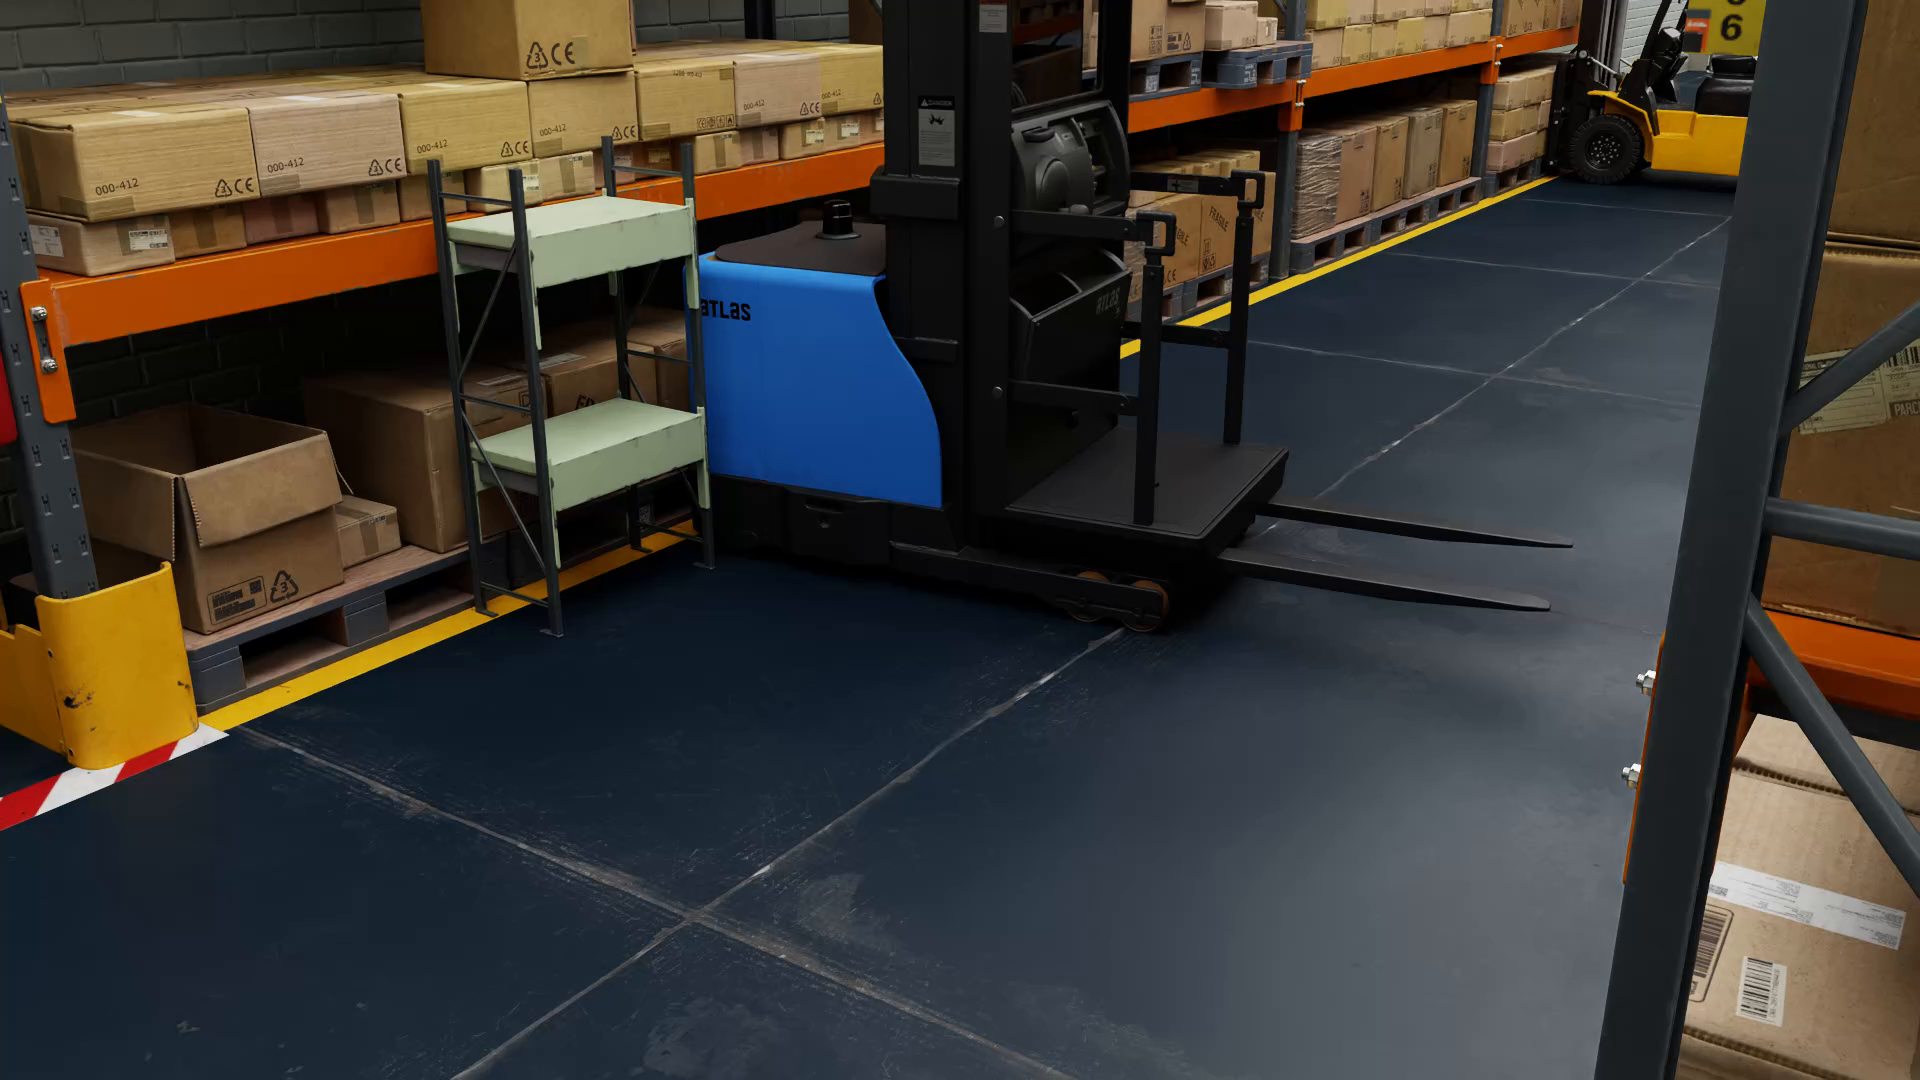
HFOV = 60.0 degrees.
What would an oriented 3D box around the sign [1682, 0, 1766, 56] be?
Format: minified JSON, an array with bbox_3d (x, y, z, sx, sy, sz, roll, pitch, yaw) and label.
[{"bbox_3d":[0.875,-0.705,1.837,0.100,0.325,0.005,13,24,32],"label":"sign"}]

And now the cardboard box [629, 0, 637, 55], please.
[{"bbox_3d":[-1.600,-2.101,6.328,0.500,0.500,0.500,13,24,30],"label":"cardboard box"}]

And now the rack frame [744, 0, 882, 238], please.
[{"bbox_3d":[-0.543,-2.056,7.499,1.000,3.000,0.127,13,24,32],"label":"rack frame"}]

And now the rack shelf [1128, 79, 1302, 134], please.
[{"bbox_3d":[0.581,-2.292,9.175,1.077,0.370,4.000,13,24,32],"label":"rack shelf"}]

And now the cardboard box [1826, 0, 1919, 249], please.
[{"bbox_3d":[1.390,-0.642,2.091,0.500,0.500,0.500,14,25,34],"label":"cardboard box"}]

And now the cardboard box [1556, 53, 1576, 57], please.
[{"bbox_3d":[6.202,-4.682,16.516,0.500,0.250,0.500,14,25,34],"label":"cardboard box"}]

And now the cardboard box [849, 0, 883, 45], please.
[{"bbox_3d":[-0.086,-2.395,7.666,0.700,0.500,0.500,14,24,33],"label":"cardboard box"}]

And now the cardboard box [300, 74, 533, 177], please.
[{"bbox_3d":[-1.748,-1.346,5.367,0.500,0.250,0.500,13,24,31],"label":"cardboard box"}]

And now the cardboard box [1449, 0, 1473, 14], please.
[{"bbox_3d":[3.606,-4.175,12.725,0.500,0.250,0.500,13,24,30],"label":"cardboard box"}]

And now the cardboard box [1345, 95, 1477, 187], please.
[{"bbox_3d":[3.670,-3.282,13.633,0.875,0.625,0.625,15,25,34],"label":"cardboard box"}]

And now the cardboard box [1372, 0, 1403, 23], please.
[{"bbox_3d":[2.749,-3.737,11.540,0.500,0.250,0.500,13,24,30],"label":"cardboard box"}]

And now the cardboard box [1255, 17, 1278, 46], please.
[{"bbox_3d":[1.654,-3.019,9.860,0.380,0.149,0.250,14,24,33],"label":"cardboard box"}]

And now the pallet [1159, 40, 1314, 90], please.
[{"bbox_3d":[1.383,-2.905,10.072,1.213,0.211,1.003,13,24,32],"label":"pallet"}]

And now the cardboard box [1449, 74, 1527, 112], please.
[{"bbox_3d":[4.486,-3.805,14.145,0.500,0.250,0.500,13,24,31],"label":"cardboard box"}]

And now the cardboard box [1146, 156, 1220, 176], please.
[{"bbox_3d":[1.325,-2.190,9.924,0.380,0.149,0.250,12,24,30],"label":"cardboard box"}]

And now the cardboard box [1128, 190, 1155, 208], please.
[{"bbox_3d":[0.869,-1.966,9.319,0.380,0.149,0.250,12,23,29],"label":"cardboard box"}]

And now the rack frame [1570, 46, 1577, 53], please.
[{"bbox_3d":[6.203,-5.499,16.807,1.000,3.000,0.127,13,24,32],"label":"rack frame"}]

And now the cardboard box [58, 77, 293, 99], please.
[{"bbox_3d":[-2.462,-1.309,5.267,0.500,0.250,0.500,13,24,32],"label":"cardboard box"}]

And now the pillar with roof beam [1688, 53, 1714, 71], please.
[{"bbox_3d":[15.372,-10.892,22.740,9.100,9.000,0.400,13,24,32],"label":"pillar with roof beam"}]

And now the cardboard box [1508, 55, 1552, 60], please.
[{"bbox_3d":[5.498,-4.630,16.375,0.500,0.250,0.500,13,24,32],"label":"cardboard box"}]

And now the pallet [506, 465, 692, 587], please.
[{"bbox_3d":[-1.615,-0.199,6.500,1.003,0.211,1.213,13,24,32],"label":"pallet"}]

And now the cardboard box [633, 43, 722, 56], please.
[{"bbox_3d":[-1.321,-1.890,6.839,0.500,0.250,0.500,13,24,31],"label":"cardboard box"}]

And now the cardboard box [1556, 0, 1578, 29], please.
[{"bbox_3d":[5.283,-4.913,15.078,0.500,0.500,0.500,13,24,32],"label":"cardboard box"}]

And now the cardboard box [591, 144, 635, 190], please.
[{"bbox_3d":[-1.395,-1.358,5.974,0.380,0.149,0.250,13,24,32],"label":"cardboard box"}]

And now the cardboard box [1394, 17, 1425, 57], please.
[{"bbox_3d":[3.021,-3.654,12.035,0.500,0.250,0.500,14,25,34],"label":"cardboard box"}]

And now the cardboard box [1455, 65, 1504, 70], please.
[{"bbox_3d":[4.639,-4.197,15.205,0.500,0.250,0.500,13,24,32],"label":"cardboard box"}]

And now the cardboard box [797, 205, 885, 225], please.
[{"bbox_3d":[-0.575,-1.546,8.185,0.380,0.149,0.250,12,24,30],"label":"cardboard box"}]

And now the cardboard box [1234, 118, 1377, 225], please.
[{"bbox_3d":[2.428,-2.652,11.928,0.875,0.625,0.625,14,25,34],"label":"cardboard box"}]

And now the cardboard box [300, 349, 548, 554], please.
[{"bbox_3d":[-1.857,-0.327,5.824,0.700,0.500,0.500,14,25,34],"label":"cardboard box"}]

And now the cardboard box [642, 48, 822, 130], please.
[{"bbox_3d":[-0.897,-1.785,6.553,0.500,0.250,0.500,13,24,32],"label":"cardboard box"}]

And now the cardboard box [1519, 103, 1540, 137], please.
[{"bbox_3d":[4.763,-3.716,14.626,0.500,0.250,0.500,13,24,32],"label":"cardboard box"}]

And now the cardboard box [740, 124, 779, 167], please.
[{"bbox_3d":[-0.938,-1.569,6.545,0.380,0.149,0.250,14,24,33],"label":"cardboard box"}]

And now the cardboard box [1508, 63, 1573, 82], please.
[{"bbox_3d":[5.353,-4.244,15.331,0.500,0.250,0.500,13,24,31],"label":"cardboard box"}]

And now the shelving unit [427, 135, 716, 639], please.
[{"bbox_3d":[-1.255,-0.529,5.533,0.431,1.500,0.755,13,24,32],"label":"shelving unit"}]

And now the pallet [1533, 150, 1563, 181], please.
[{"bbox_3d":[5.121,-3.615,15.733,1.003,0.211,1.213,13,24,32],"label":"pallet"}]

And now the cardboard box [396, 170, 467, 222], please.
[{"bbox_3d":[-1.819,-1.133,5.367,0.380,0.149,0.250,14,24,33],"label":"cardboard box"}]

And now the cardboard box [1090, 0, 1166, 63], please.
[{"bbox_3d":[0.646,-2.769,8.676,0.700,0.500,0.500,13,24,32],"label":"cardboard box"}]

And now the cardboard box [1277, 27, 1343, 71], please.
[{"bbox_3d":[2.157,-3.213,10.843,0.500,0.250,0.500,13,24,32],"label":"cardboard box"}]

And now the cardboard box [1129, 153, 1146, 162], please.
[{"bbox_3d":[0.910,-2.285,10.183,0.380,0.149,0.250,14,24,33],"label":"cardboard box"}]

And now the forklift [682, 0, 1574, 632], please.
[{"bbox_3d":[0.563,-1.282,5.507,3.031,2.935,1.130,9,22,24],"label":"forklift"}]

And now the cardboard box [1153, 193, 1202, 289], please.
[{"bbox_3d":[1.064,-1.773,9.731,0.500,0.500,0.500,15,25,34],"label":"cardboard box"}]

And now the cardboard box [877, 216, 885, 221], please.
[{"bbox_3d":[-0.171,-1.587,7.865,0.380,0.149,0.250,13,24,31],"label":"cardboard box"}]

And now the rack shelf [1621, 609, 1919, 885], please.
[{"bbox_3d":[2.440,-0.178,3.458,1.077,0.370,4.000,13,24,32],"label":"rack shelf"}]

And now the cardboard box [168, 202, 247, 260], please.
[{"bbox_3d":[-2.275,-0.913,4.772,0.380,0.149,0.250,14,24,33],"label":"cardboard box"}]

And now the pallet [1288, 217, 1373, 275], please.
[{"bbox_3d":[2.201,-2.124,11.703,1.003,0.211,1.213,13,24,32],"label":"pallet"}]

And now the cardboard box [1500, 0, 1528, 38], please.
[{"bbox_3d":[4.420,-4.474,13.893,0.500,0.500,0.500,13,24,30],"label":"cardboard box"}]

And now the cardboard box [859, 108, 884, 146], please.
[{"bbox_3d":[-0.513,-1.797,7.162,0.380,0.149,0.250,14,24,33],"label":"cardboard box"}]

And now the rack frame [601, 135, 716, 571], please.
[{"bbox_3d":[-1.050,-0.634,5.817,0.400,1.500,0.023,13,24,32],"label":"rack frame"}]

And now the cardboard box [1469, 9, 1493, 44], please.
[{"bbox_3d":[3.887,-4.085,13.201,0.500,0.250,0.500,14,24,33],"label":"cardboard box"}]

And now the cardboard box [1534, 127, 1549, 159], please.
[{"bbox_3d":[5.049,-3.632,15.118,0.500,0.250,0.500,14,24,33],"label":"cardboard box"}]
